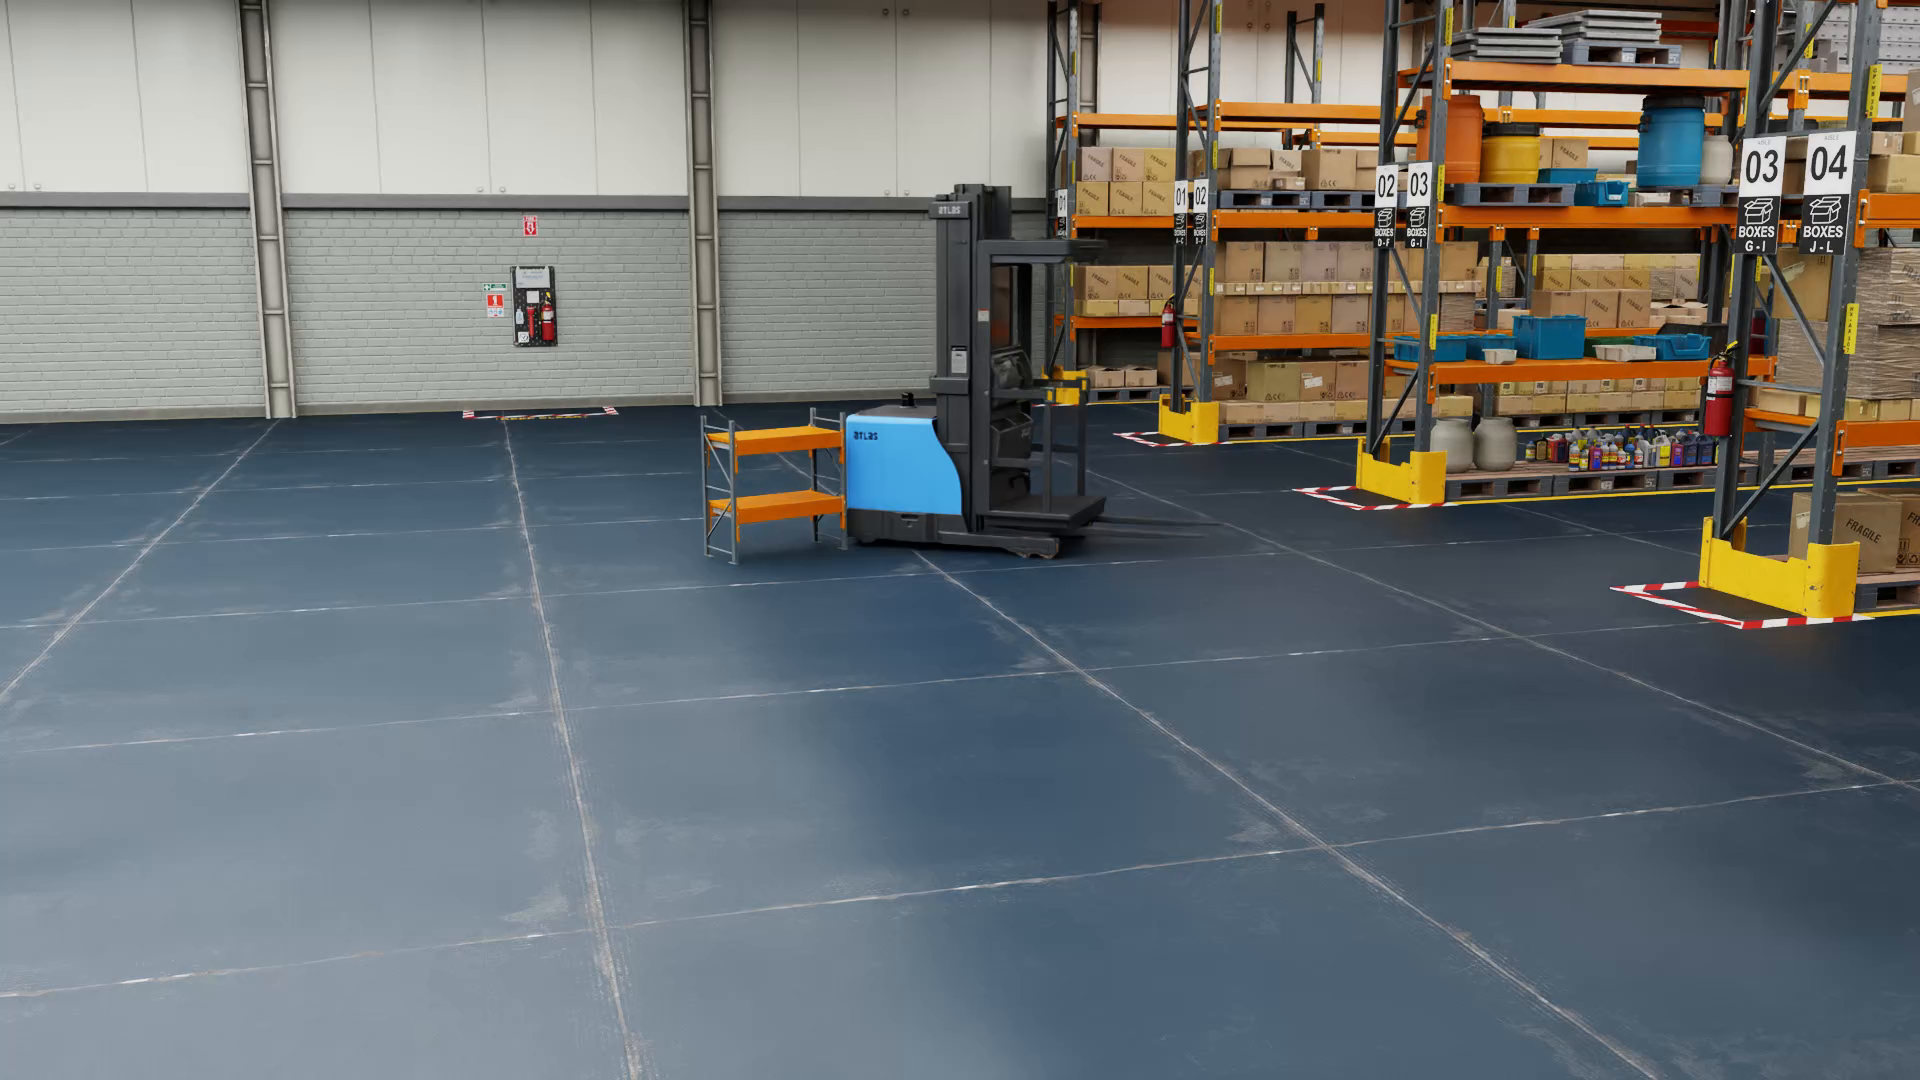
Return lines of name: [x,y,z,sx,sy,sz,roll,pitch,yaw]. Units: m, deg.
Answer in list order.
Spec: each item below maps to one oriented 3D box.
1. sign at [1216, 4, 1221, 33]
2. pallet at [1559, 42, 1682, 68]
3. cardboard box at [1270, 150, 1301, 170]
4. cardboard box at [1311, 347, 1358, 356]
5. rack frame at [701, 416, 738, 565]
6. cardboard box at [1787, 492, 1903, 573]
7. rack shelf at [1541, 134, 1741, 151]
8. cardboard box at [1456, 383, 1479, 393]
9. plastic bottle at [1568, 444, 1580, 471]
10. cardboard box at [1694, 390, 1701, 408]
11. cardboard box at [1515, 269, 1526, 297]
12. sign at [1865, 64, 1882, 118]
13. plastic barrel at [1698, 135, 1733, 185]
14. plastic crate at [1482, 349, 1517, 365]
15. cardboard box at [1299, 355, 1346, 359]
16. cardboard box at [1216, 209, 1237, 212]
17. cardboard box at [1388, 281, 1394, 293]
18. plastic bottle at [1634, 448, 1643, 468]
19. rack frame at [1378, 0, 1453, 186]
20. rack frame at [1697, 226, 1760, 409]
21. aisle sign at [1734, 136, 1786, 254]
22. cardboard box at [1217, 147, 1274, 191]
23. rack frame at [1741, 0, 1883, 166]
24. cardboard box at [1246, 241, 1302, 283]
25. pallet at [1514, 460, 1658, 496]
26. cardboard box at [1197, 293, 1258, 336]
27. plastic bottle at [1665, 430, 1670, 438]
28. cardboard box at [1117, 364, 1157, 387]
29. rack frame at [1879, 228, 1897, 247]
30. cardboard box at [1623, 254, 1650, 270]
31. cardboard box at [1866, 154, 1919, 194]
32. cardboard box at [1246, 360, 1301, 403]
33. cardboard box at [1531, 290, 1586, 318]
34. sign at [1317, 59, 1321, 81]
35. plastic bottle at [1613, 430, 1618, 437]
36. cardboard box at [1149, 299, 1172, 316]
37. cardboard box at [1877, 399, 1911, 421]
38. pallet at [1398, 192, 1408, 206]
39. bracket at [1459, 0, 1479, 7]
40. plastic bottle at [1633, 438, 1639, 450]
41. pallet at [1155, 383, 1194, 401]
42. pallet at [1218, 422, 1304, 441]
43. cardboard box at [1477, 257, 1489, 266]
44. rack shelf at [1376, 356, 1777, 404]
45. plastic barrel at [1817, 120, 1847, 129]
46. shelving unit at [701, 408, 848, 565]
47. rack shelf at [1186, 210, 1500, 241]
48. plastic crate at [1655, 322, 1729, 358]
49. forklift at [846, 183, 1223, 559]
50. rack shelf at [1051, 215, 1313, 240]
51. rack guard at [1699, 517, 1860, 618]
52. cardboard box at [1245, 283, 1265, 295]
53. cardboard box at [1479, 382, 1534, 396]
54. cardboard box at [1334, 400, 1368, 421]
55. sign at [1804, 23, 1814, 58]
sign: [3.059,-6.164,19.659,0.005,0.325,0.100,-3,11,-16]
pallet: [6.174,-4.666,16.166,1.213,0.211,1.003,-3,11,-16]
cardboard box: [4.957,-5.790,25.836,0.500,0.500,0.500,-4,11,-21]
cardboard box: [6.064,-2.864,27.007,0.500,0.500,0.700,-3,11,-14]
rack frame: [-1.895,-0.396,13.092,0.032,1.125,0.500,-8,13,-36]
cardboard box: [6.279,-0.057,11.815,0.500,0.500,0.500,-1,10,-5]
rack shelf: [11.123,-6.540,27.810,4.000,0.370,1.077,-3,11,-16]
cardboard box: [7.059,-2.176,22.468,0.500,0.311,0.500,-3,11,-16]
plastic bottle: [6.119,-0.824,16.560,0.097,0.271,0.097,0,10,0]
cardboard box: [10.154,-1.963,22.862,0.500,0.250,0.500,-3,11,-15]
cardboard box: [9.583,-4.314,28.043,0.500,0.500,0.500,-3,11,-16]
sign: [5.827,-2.862,10.608,0.005,0.325,0.100,-3,11,-16]
plastic barrel: [7.663,-3.864,16.995,0.421,0.512,0.421,0,10,0]
plastic crate: [5.240,-1.772,16.114,0.250,0.136,0.298,-3,11,-16]
cardboard box: [4.778,-2.154,21.823,0.500,0.500,0.500,-3,11,-16]
cardboard box: [3.936,-5.244,25.633,0.500,0.500,0.500,-3,11,-18]
cardboard box: [5.330,-3.229,21.234,0.250,0.149,0.380,-3,11,-14]
plastic bottle: [6.836,-0.828,16.771,0.097,0.201,0.097,0,10,0]
rack frame: [4.291,-4.863,15.605,0.127,3.000,1.000,-3,11,-16]
rack frame: [10.591,-3.178,23.026,0.127,3.000,1.000,-3,11,-16]
aisle sign: [5.532,-2.379,11.502,0.004,0.787,0.394,-3,11,-16]
cardboard box: [3.463,-4.603,20.649,0.637,0.503,0.797,-2,11,-12]
rack frame: [5.675,-4.002,10.928,0.127,3.000,1.000,-3,11,-16]
cardboard box: [3.916,-3.512,20.981,0.500,0.500,0.700,-3,11,-17]
pallet: [6.301,-0.654,17.016,1.213,0.211,1.003,-3,11,-16]
cardboard box: [3.362,-2.844,20.934,0.500,0.500,0.700,-3,11,-16]
plastic bottle: [7.431,-1.015,17.565,0.133,0.283,0.061,-3,11,-16]
cardboard box: [2.759,-2.577,25.969,0.500,0.311,0.500,-2,11,-11]
rack frame: [16.884,-4.444,29.901,0.127,3.000,1.000,-3,11,-16]
cardboard box: [11.194,-4.672,27.914,0.500,0.250,0.500,-3,11,-17]
cardboard box: [6.210,-2.432,11.102,0.500,0.250,0.500,-3,11,-14]
cardboard box: [3.967,-2.011,21.046,0.500,0.500,0.500,-3,11,-16]
cardboard box: [7.998,-3.088,22.258,0.500,0.500,0.500,-2,11,-12]
sign: [5.496,-7.190,25.450,0.005,0.325,0.100,-3,11,-16]
plastic bottle: [6.889,-1.016,17.566,0.133,0.283,0.061,-3,11,-13]
cardboard box: [3.064,-3.593,25.640,0.500,0.250,0.500,-3,11,-17]
cardboard box: [6.261,-0.910,11.398,0.250,0.149,0.380,-3,11,-16]
pallet: [5.939,-4.360,21.404,1.213,0.211,1.003,-3,11,-16]
bracket: [8.211,-8.804,27.072,0.430,0.232,0.235,-3,11,-16]
plastic bottle: [6.912,-0.897,16.923,0.133,0.283,0.061,-3,11,-16]
pallet: [3.554,-2.363,26.298,1.213,0.211,1.003,-3,11,-16]
pallet: [3.633,-1.448,21.329,1.213,0.211,1.003,-3,11,-16]
cardboard box: [8.575,-4.582,27.369,0.250,0.149,0.380,-5,12,-25]
rack shelf: [6.211,-1.660,16.763,4.000,0.370,1.077,-3,11,-16]
plastic barrel: [9.187,-3.933,17.455,0.600,0.901,0.600,0,10,0]
shelving unit: [-1.488,-0.451,13.392,1.048,1.125,0.538,-8,13,-36]
rack shelf: [4.830,-3.996,21.170,4.000,0.370,1.077,-3,11,-16]
plastic crate: [7.593,-2.080,17.230,0.504,0.338,0.767,-3,11,-16]
forklift: [0.611,-1.399,13.548,3.031,2.935,1.130,4,11,20]
rack shelf: [3.442,-4.857,25.847,4.000,0.370,1.077,-3,11,-16]
rack guard: [5.748,0.174,11.718,0.348,0.500,1.175,-3,11,-16]
cardboard box: [3.600,-3.138,20.738,0.250,0.149,0.380,-3,11,-17]
cardboard box: [7.217,-2.083,21.965,0.500,0.311,0.500,-3,11,-16]
cardboard box: [4.928,-1.692,21.386,0.500,0.250,0.500,-3,11,-16]
sign: [8.275,-4.866,16.201,0.005,0.325,0.100,-3,11,-16]
